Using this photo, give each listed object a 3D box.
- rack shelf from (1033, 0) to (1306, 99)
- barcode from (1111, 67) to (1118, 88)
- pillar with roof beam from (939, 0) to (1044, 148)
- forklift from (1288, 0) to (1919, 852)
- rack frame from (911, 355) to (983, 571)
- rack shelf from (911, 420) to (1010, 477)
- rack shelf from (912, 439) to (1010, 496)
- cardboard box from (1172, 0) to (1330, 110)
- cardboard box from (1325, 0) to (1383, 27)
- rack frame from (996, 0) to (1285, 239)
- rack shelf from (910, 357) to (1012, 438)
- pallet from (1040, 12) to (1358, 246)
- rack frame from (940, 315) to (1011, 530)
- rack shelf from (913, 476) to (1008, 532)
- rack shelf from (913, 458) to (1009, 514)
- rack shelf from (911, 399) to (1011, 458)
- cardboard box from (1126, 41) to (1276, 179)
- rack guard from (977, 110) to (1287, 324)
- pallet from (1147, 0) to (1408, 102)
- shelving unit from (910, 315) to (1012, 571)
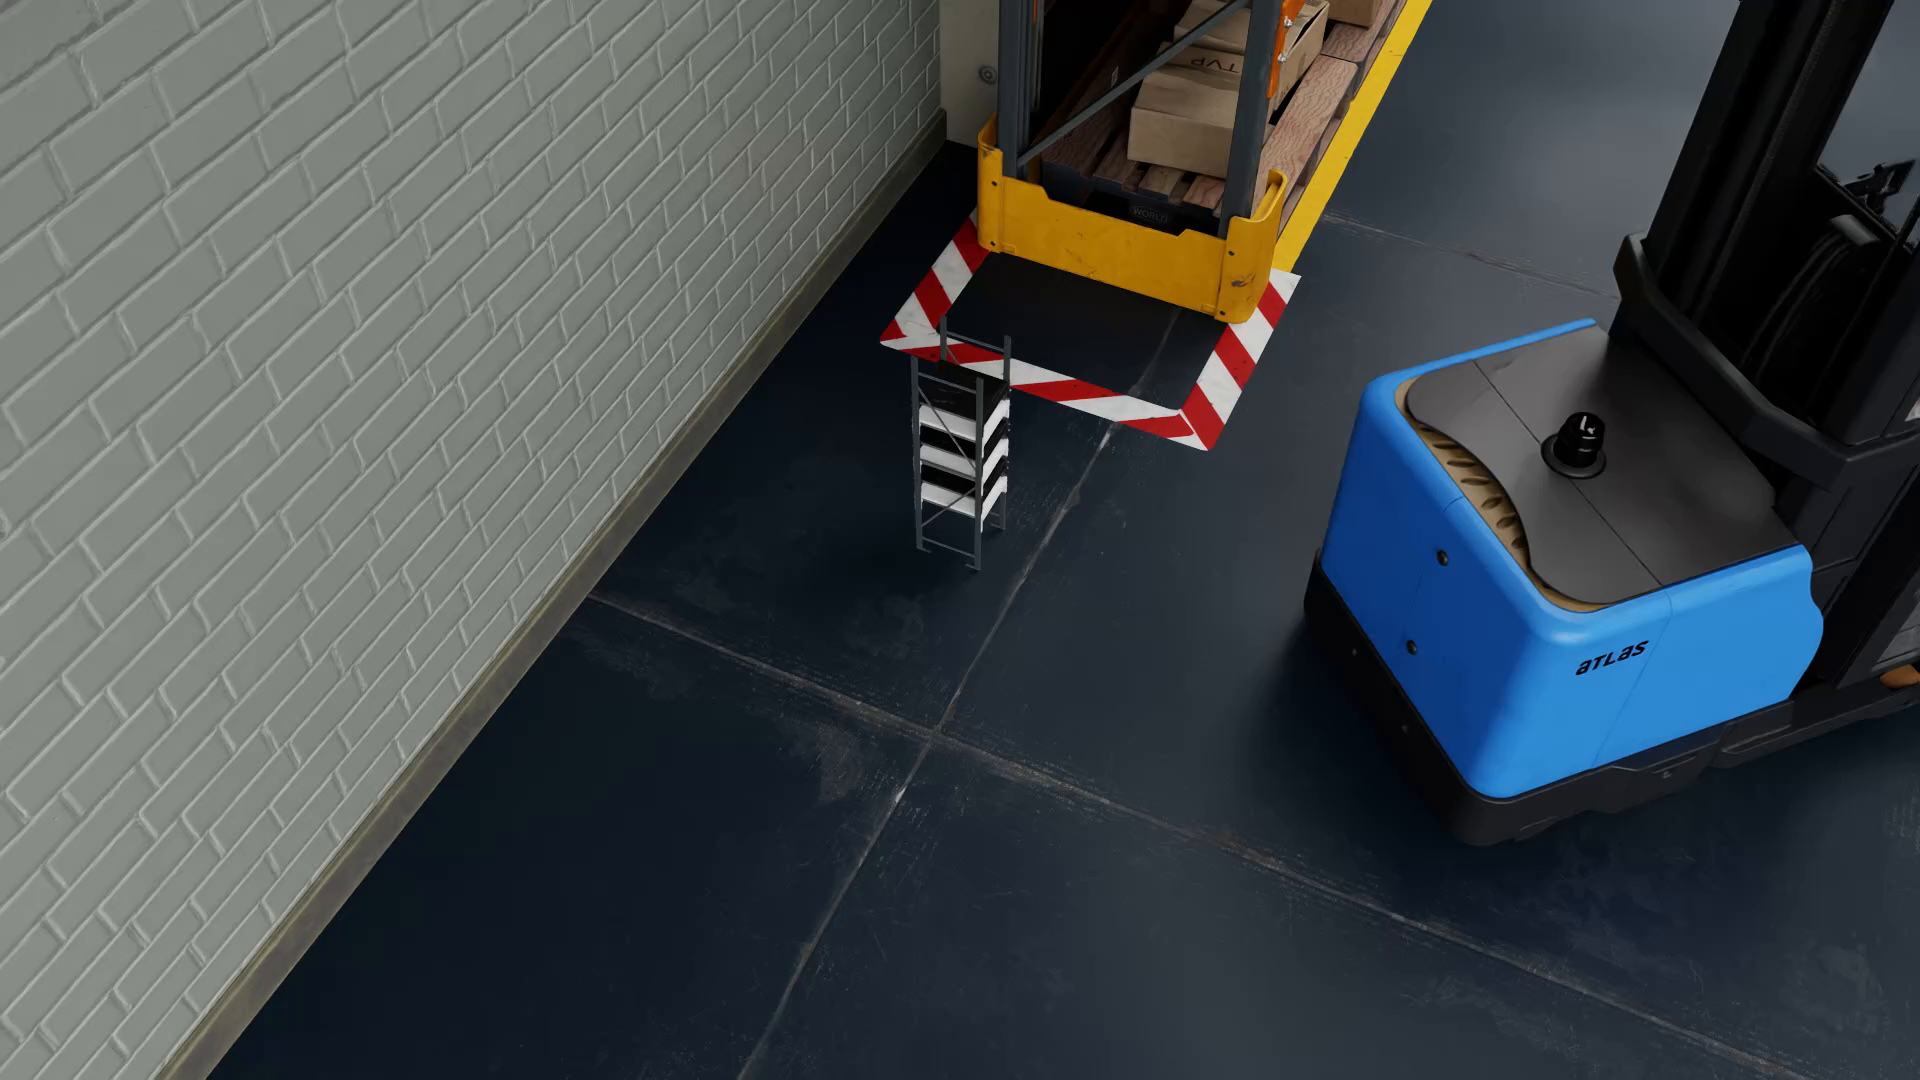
[{"bbox_3d":[1.471,-3.195,6.972,1.077,0.370,4.000,20,52,16],"label":"rack shelf"},{"bbox_3d":[0.640,-1.915,6.881,0.001,0.075,0.075,20,52,16],"label":"barcode"},{"bbox_3d":[4.026,-3.358,2.699,9.100,9.000,0.400,20,52,16],"label":"pillar with roof beam"},{"bbox_3d":[2.645,-0.747,4.461,3.031,2.935,1.130,-16,52,-13],"label":"forklift"},{"bbox_3d":[-0.040,-0.227,5.352,0.240,0.900,0.006,20,52,16],"label":"rack frame"},{"bbox_3d":[0.003,-0.334,5.369,0.258,0.077,0.200,20,52,16],"label":"rack shelf"},{"bbox_3d":[0.003,-0.276,5.437,0.258,0.077,0.200,20,52,16],"label":"rack shelf"},{"bbox_3d":[1.237,-2.162,7.097,0.500,0.311,0.500,24,54,19],"label":"cardboard box"},{"bbox_3d":[1.596,-2.712,7.441,0.700,0.500,0.500,17,52,14],"label":"cardboard box"},{"bbox_3d":[0.617,-2.051,5.526,1.000,3.000,0.127,20,52,16],"label":"rack frame"},{"bbox_3d":[0.003,-0.451,5.232,0.258,0.077,0.200,20,52,16],"label":"rack shelf"},{"bbox_3d":[1.028,-1.748,7.099,1.003,0.211,1.213,20,52,16],"label":"pallet"},{"bbox_3d":[0.047,-0.367,5.472,0.240,0.900,0.006,20,52,16],"label":"rack frame"},{"bbox_3d":[0.003,-0.159,5.575,0.258,0.077,0.200,20,52,16],"label":"rack shelf"},{"bbox_3d":[0.003,-0.217,5.506,0.258,0.077,0.200,20,52,16],"label":"rack shelf"},{"bbox_3d":[0.003,-0.392,5.300,0.258,0.077,0.200,20,52,16],"label":"rack shelf"},{"bbox_3d":[0.994,-1.770,6.763,0.500,0.311,0.500,14,51,12],"label":"cardboard box"},{"bbox_3d":[0.649,-1.293,6.522,1.175,0.500,0.348,20,52,16],"label":"rack guard"},{"bbox_3d":[1.551,-2.585,7.811,1.003,0.211,1.213,20,52,16],"label":"pallet"},{"bbox_3d":[0.003,-0.297,5.412,0.258,0.900,0.210,20,52,16],"label":"shelving unit"}]
